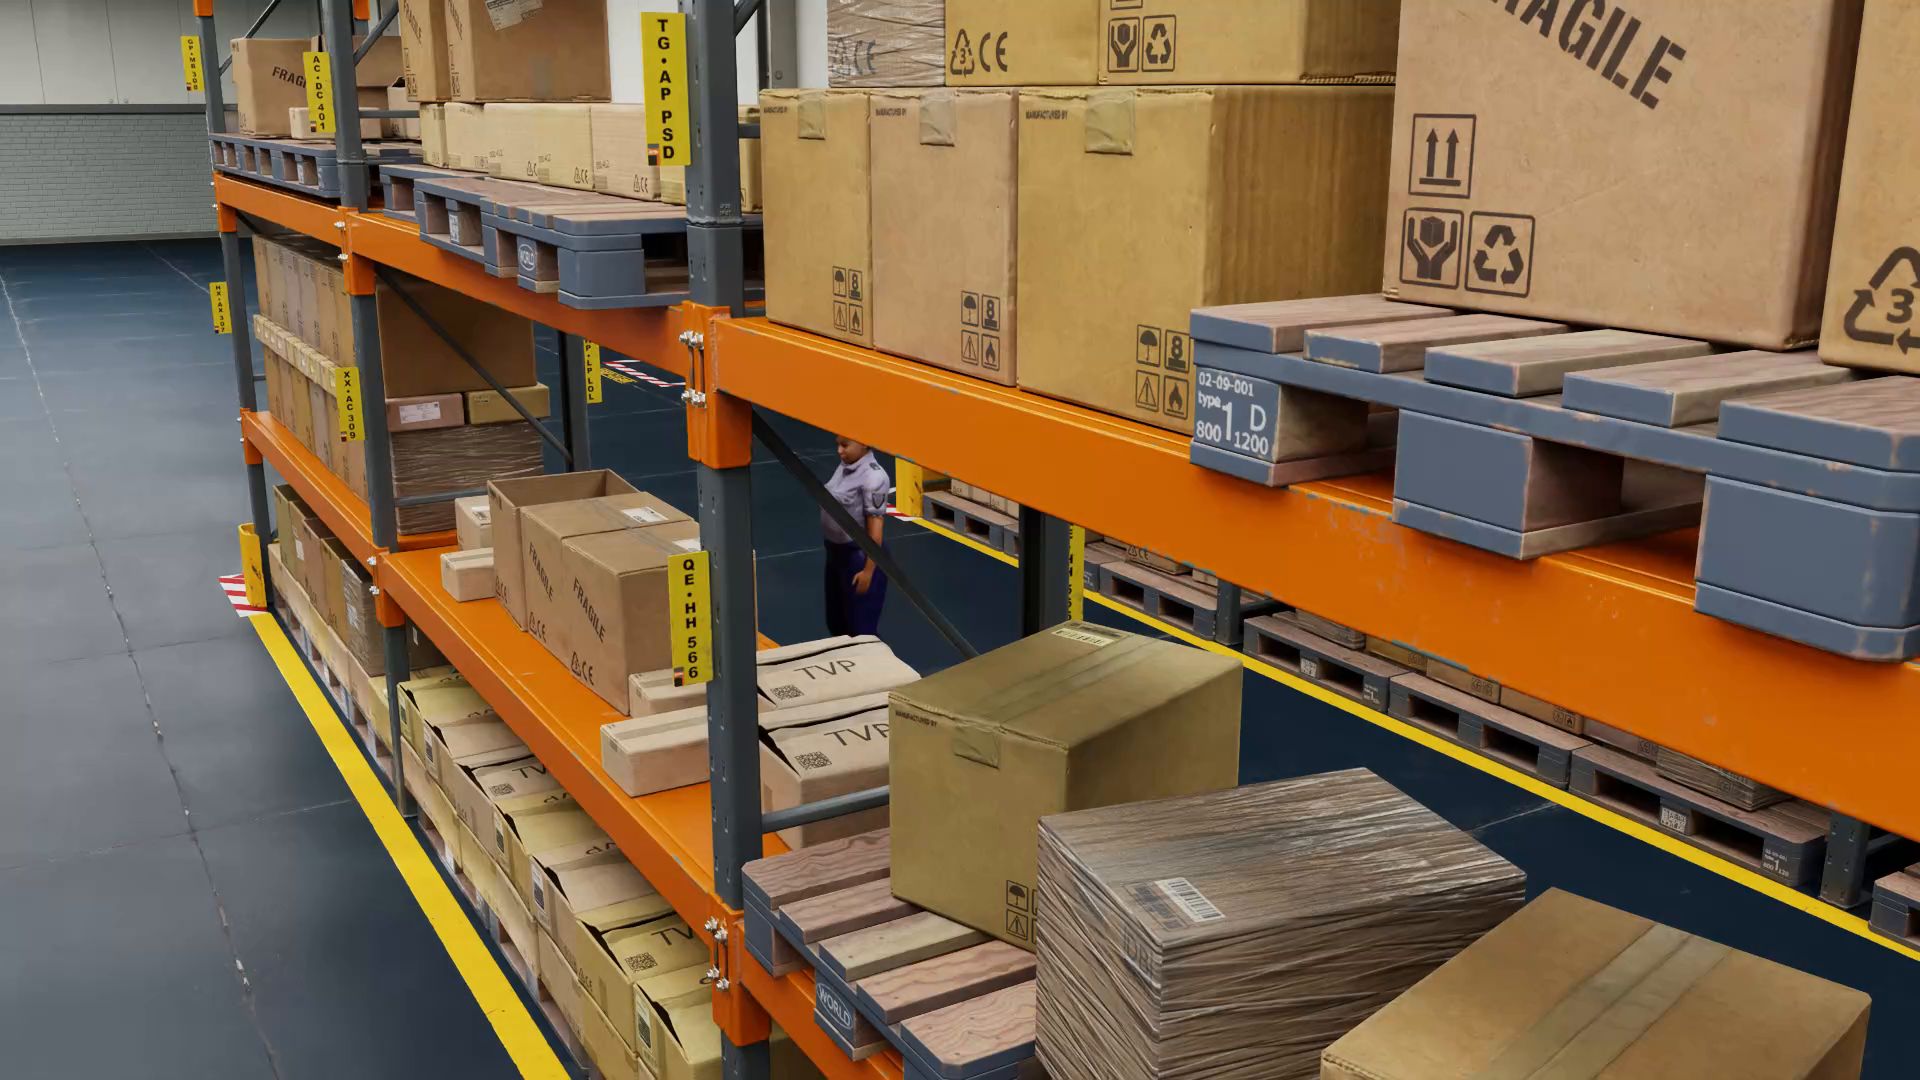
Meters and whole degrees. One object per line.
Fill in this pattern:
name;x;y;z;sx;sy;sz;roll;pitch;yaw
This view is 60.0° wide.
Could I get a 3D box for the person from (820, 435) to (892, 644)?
person;-0.561;0.136;9.058;0.341;1.643;0.472;-8;17;-29
